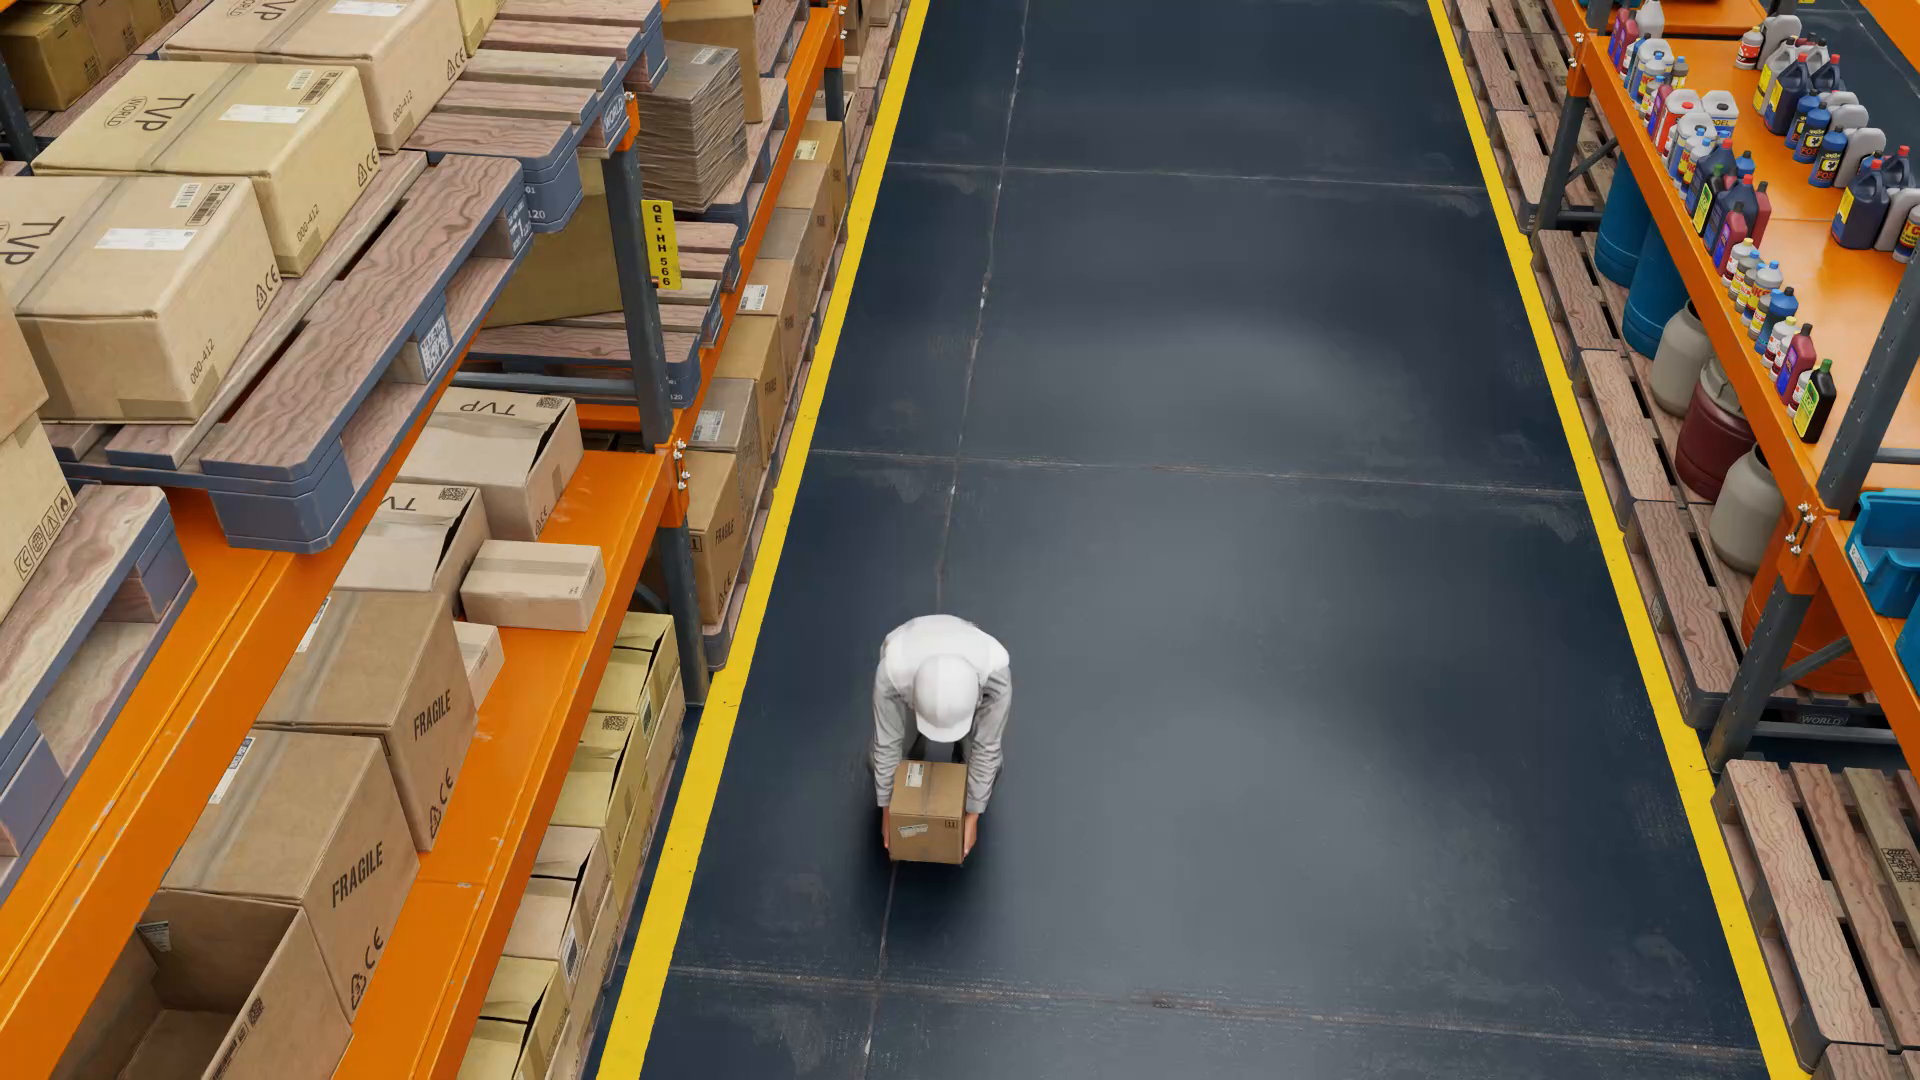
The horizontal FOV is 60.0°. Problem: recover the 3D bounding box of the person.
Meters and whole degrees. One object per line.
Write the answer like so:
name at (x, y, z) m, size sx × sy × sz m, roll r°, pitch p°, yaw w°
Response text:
person at (-0.073, 0.613, 6.009) m, size 0.517 × 1.007 × 0.875 m, roll 3°, pitch 40°, yaw 3°
